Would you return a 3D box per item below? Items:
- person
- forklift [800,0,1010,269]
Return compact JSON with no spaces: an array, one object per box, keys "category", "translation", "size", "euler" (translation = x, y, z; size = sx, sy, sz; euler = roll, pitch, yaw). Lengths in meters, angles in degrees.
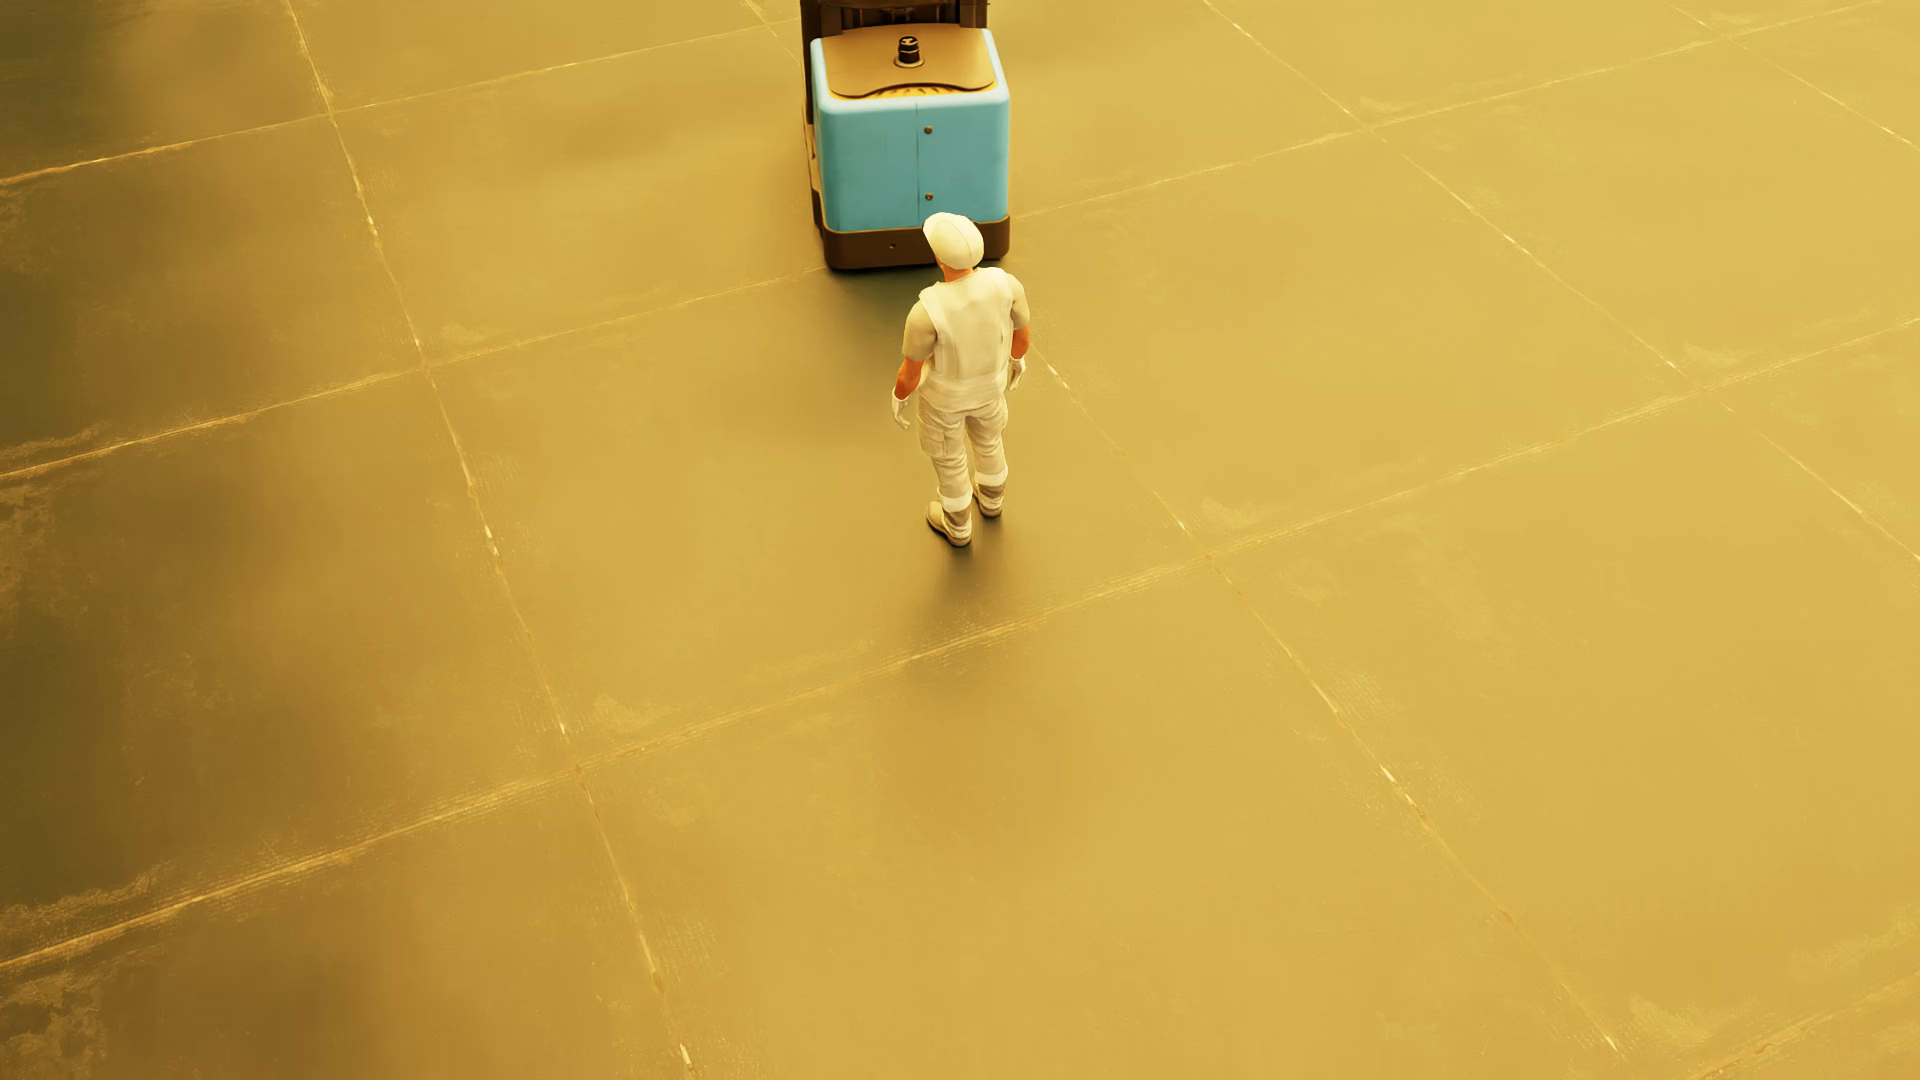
[{"category":"person","translation":[-0.022,-0.713,7.270],"size":[0.637,1.787,0.564],"euler":[-18,46,-18]},{"category":"forklift","translation":[-0.418,-3.602,9.540],"size":[1.130,2.935,3.031],"euler":[-5,43,-5]}]
